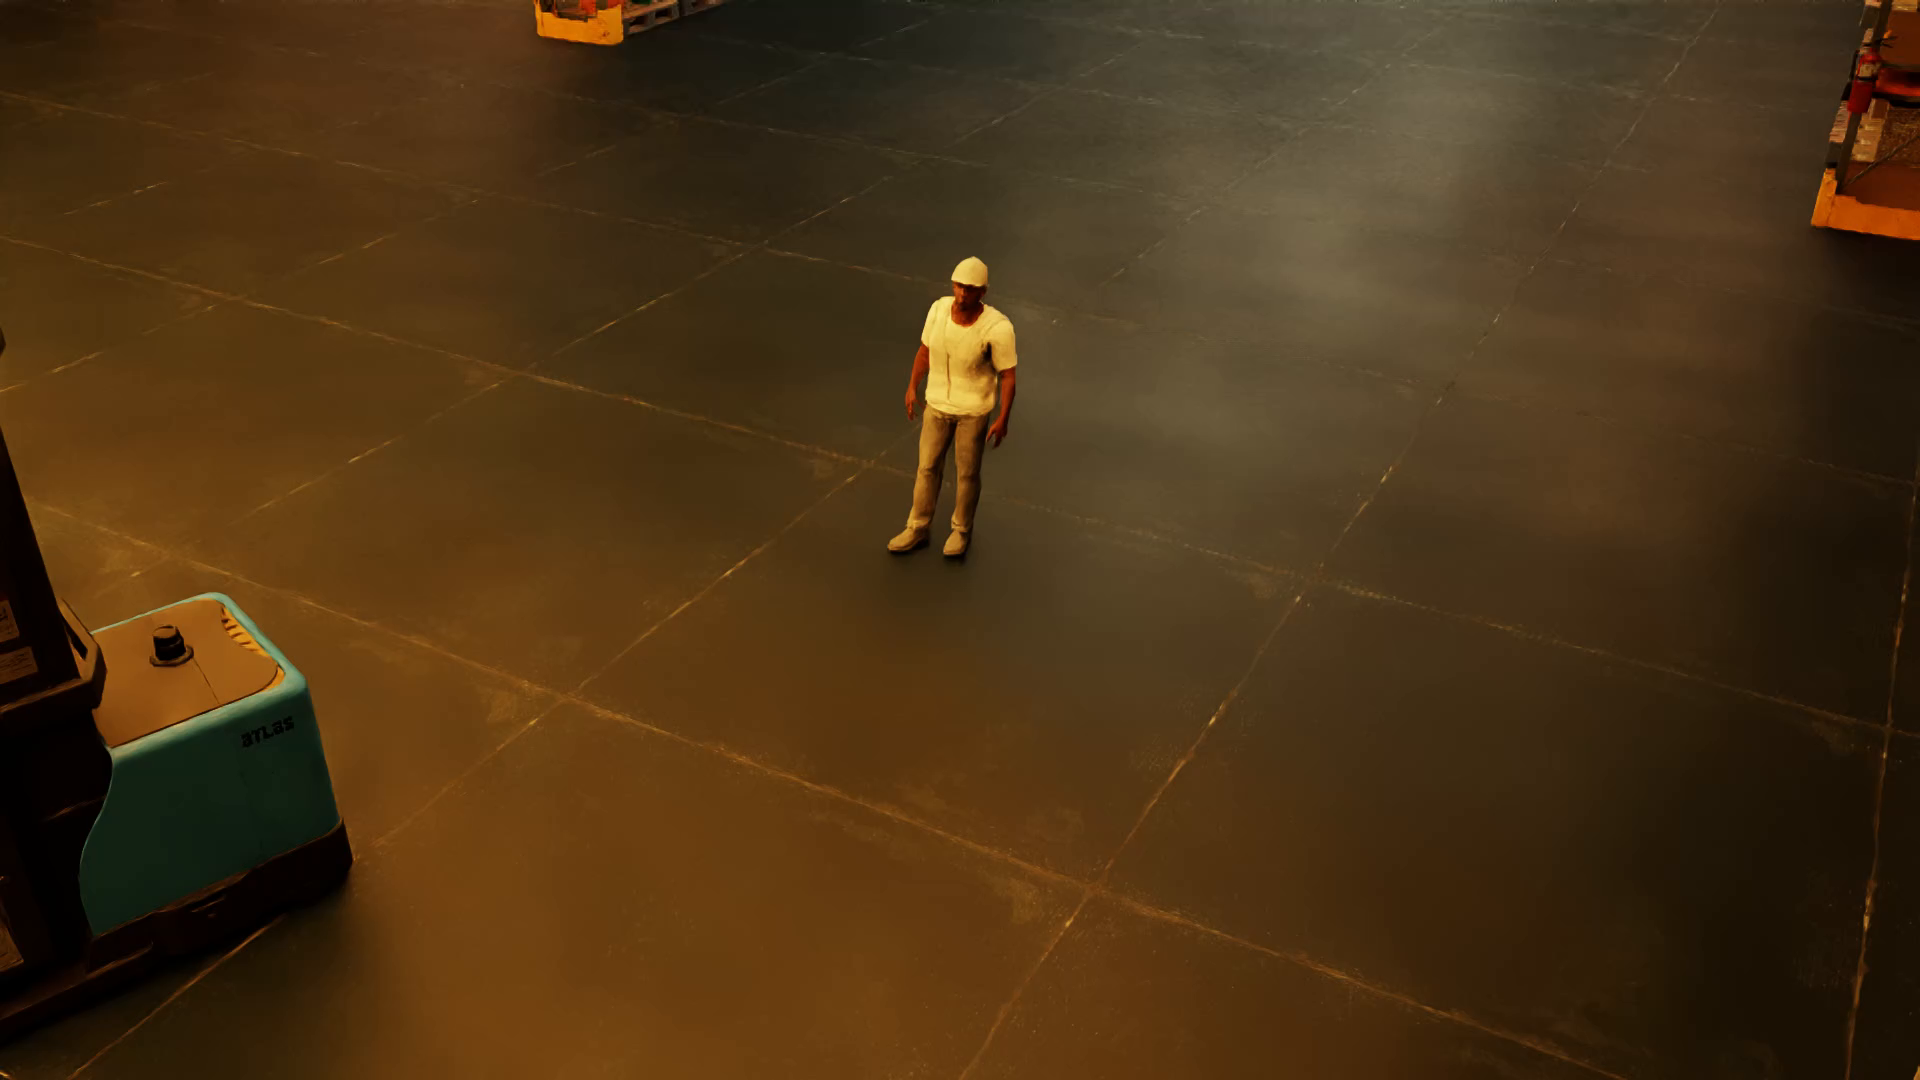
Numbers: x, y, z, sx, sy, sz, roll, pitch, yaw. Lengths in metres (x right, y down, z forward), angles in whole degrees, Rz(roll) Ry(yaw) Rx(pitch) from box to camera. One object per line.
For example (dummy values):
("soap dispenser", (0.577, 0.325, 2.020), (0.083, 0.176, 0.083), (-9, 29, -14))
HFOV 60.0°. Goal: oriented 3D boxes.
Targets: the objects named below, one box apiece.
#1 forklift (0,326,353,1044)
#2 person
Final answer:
("forklift", (-4.136, 0.538, 6.138), (3.031, 2.935, 1.130), (-24, 37, -35))
("person", (-0.039, -0.742, 9.507), (0.665, 1.766, 0.576), (15, 33, 25))
